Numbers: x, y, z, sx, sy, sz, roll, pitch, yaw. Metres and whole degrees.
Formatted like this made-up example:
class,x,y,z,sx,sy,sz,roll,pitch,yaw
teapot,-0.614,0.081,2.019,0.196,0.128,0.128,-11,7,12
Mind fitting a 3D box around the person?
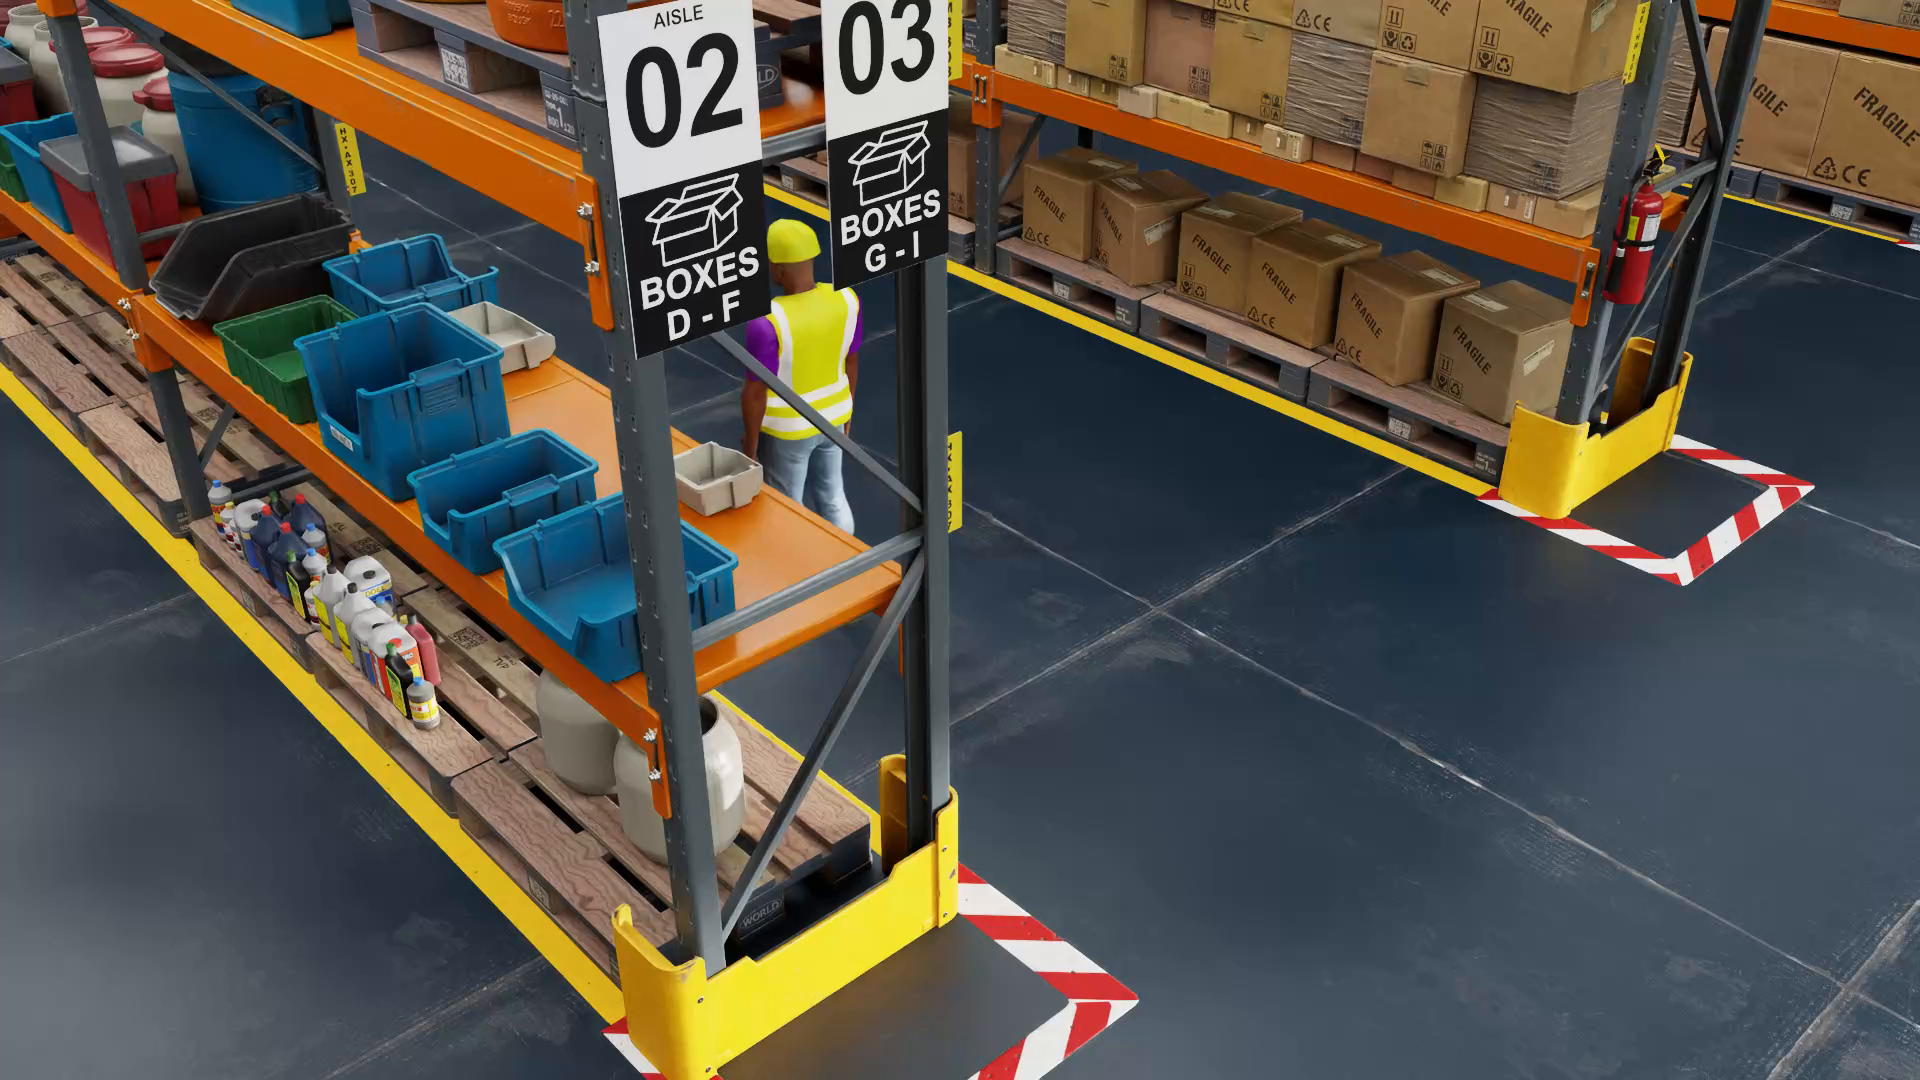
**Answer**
class,x,y,z,sx,sy,sz,roll,pitch,yaw
person,-0.665,-0.493,6.920,0.565,1.759,0.366,-25,39,-34
